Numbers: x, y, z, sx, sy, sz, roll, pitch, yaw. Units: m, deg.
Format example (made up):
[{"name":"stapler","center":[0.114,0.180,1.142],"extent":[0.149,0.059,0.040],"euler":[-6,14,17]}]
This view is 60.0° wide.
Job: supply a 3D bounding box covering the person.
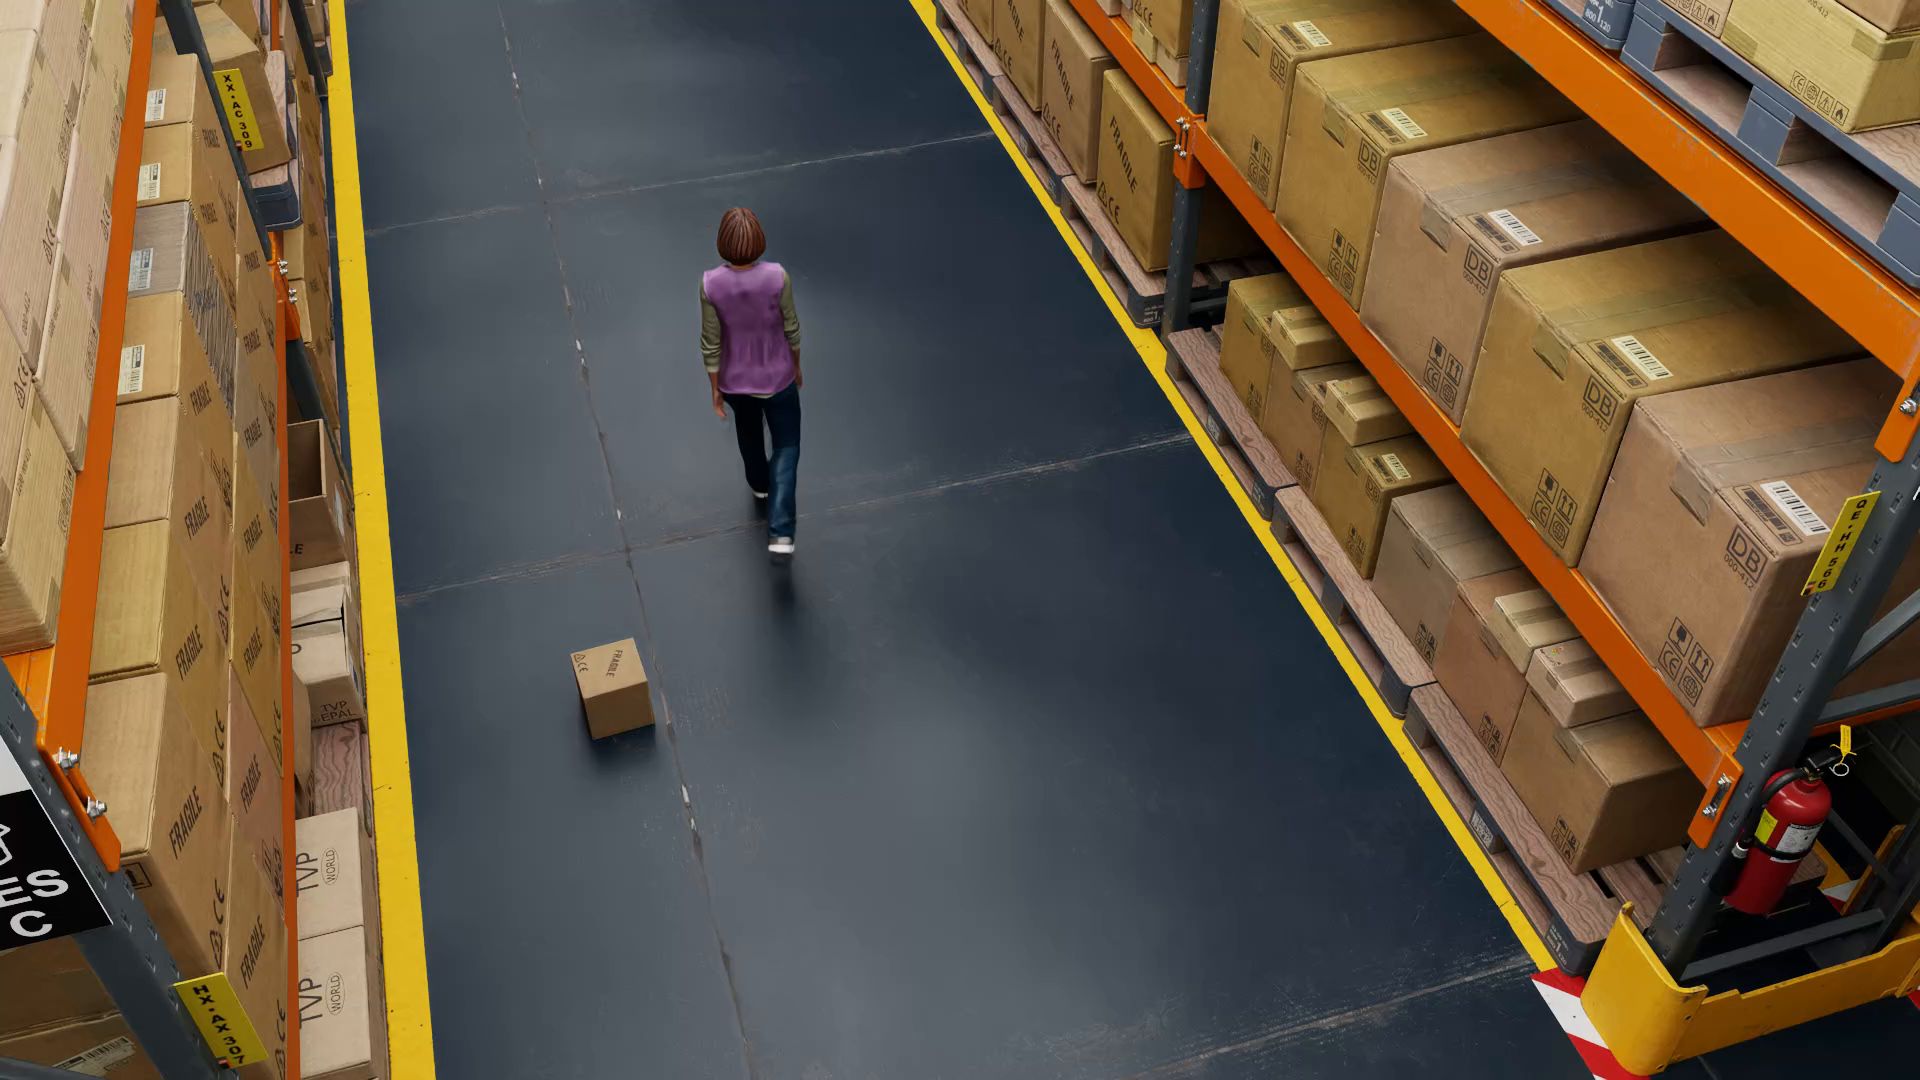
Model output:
[{"name":"person","center":[-0.846,-0.612,6.893],"extent":[0.406,1.457,0.859],"euler":[-1,43,-1]}]
